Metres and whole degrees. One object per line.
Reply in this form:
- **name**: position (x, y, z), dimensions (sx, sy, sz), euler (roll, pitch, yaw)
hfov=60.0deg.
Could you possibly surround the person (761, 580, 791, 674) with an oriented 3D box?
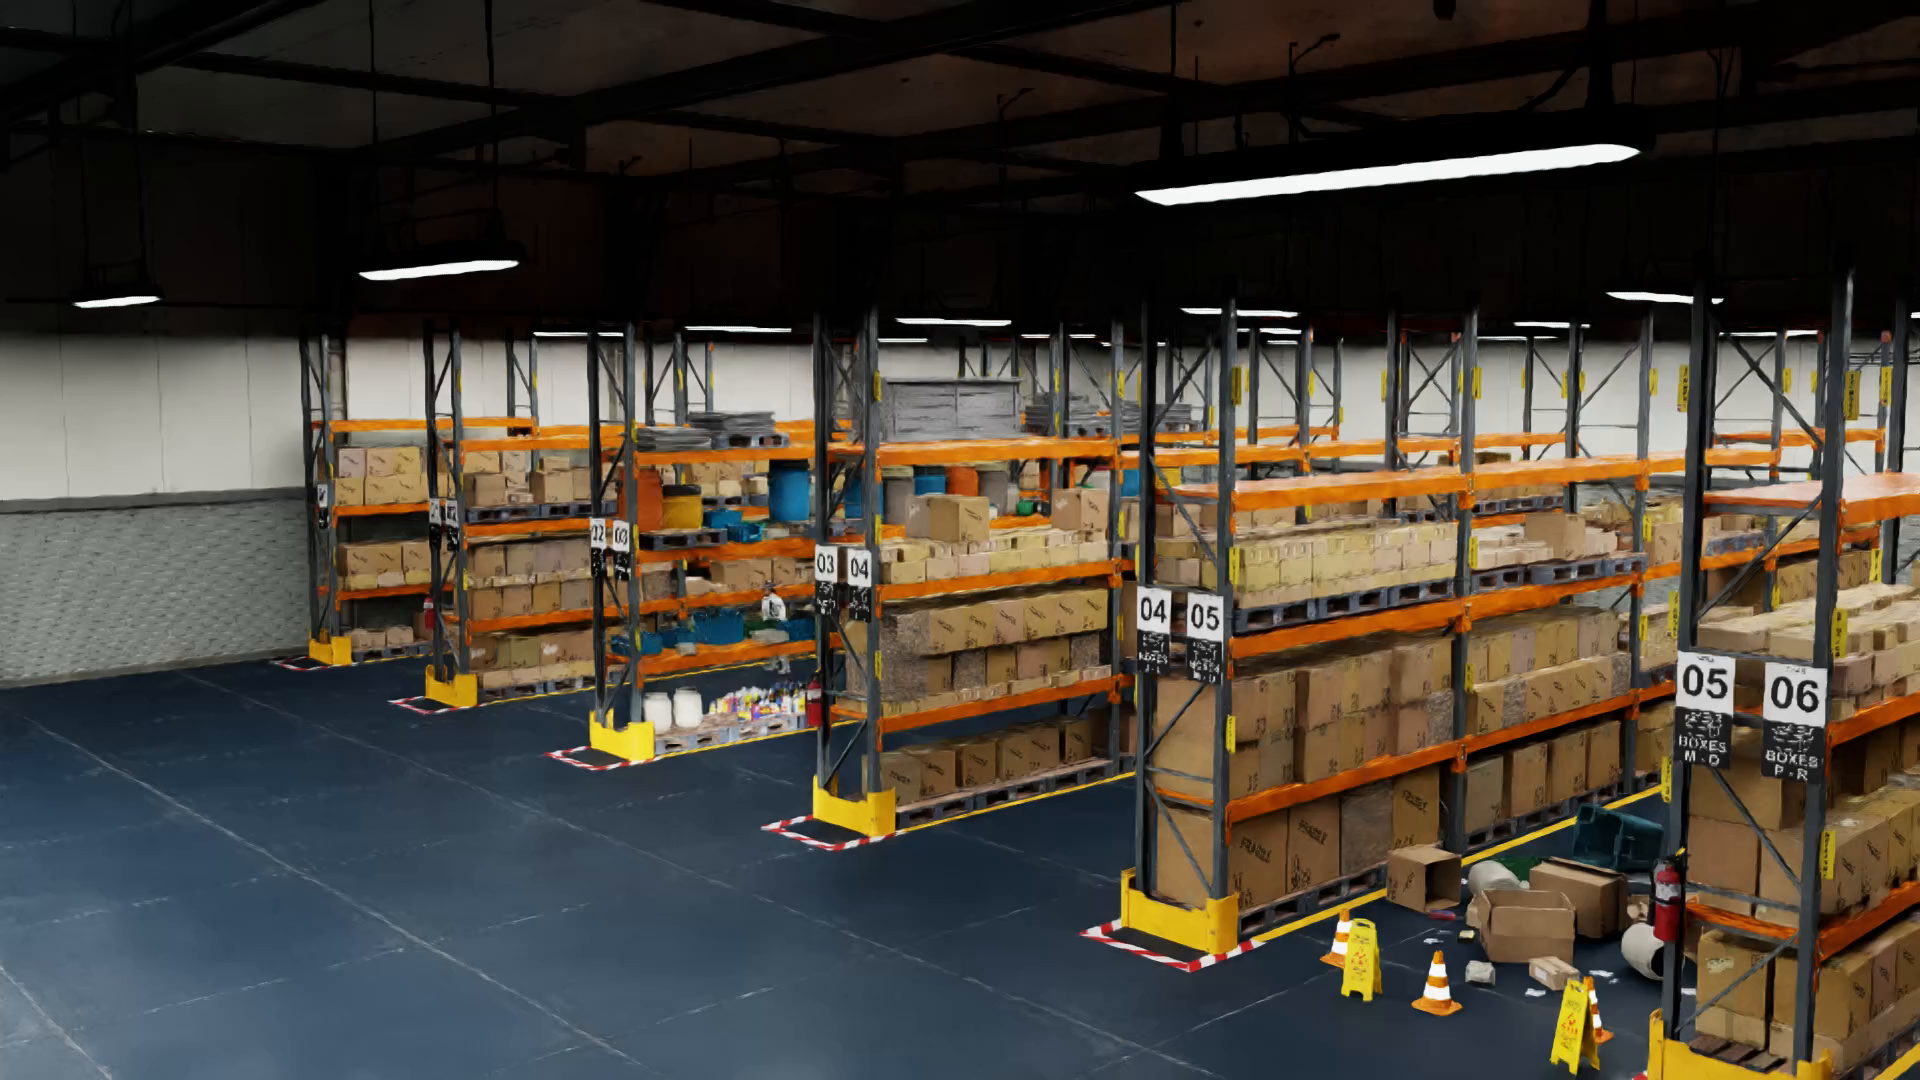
- **person**: position (-3.189, 1.480, 28.545), dimensions (0.512, 1.632, 0.639), euler (-6, 8, -45)
